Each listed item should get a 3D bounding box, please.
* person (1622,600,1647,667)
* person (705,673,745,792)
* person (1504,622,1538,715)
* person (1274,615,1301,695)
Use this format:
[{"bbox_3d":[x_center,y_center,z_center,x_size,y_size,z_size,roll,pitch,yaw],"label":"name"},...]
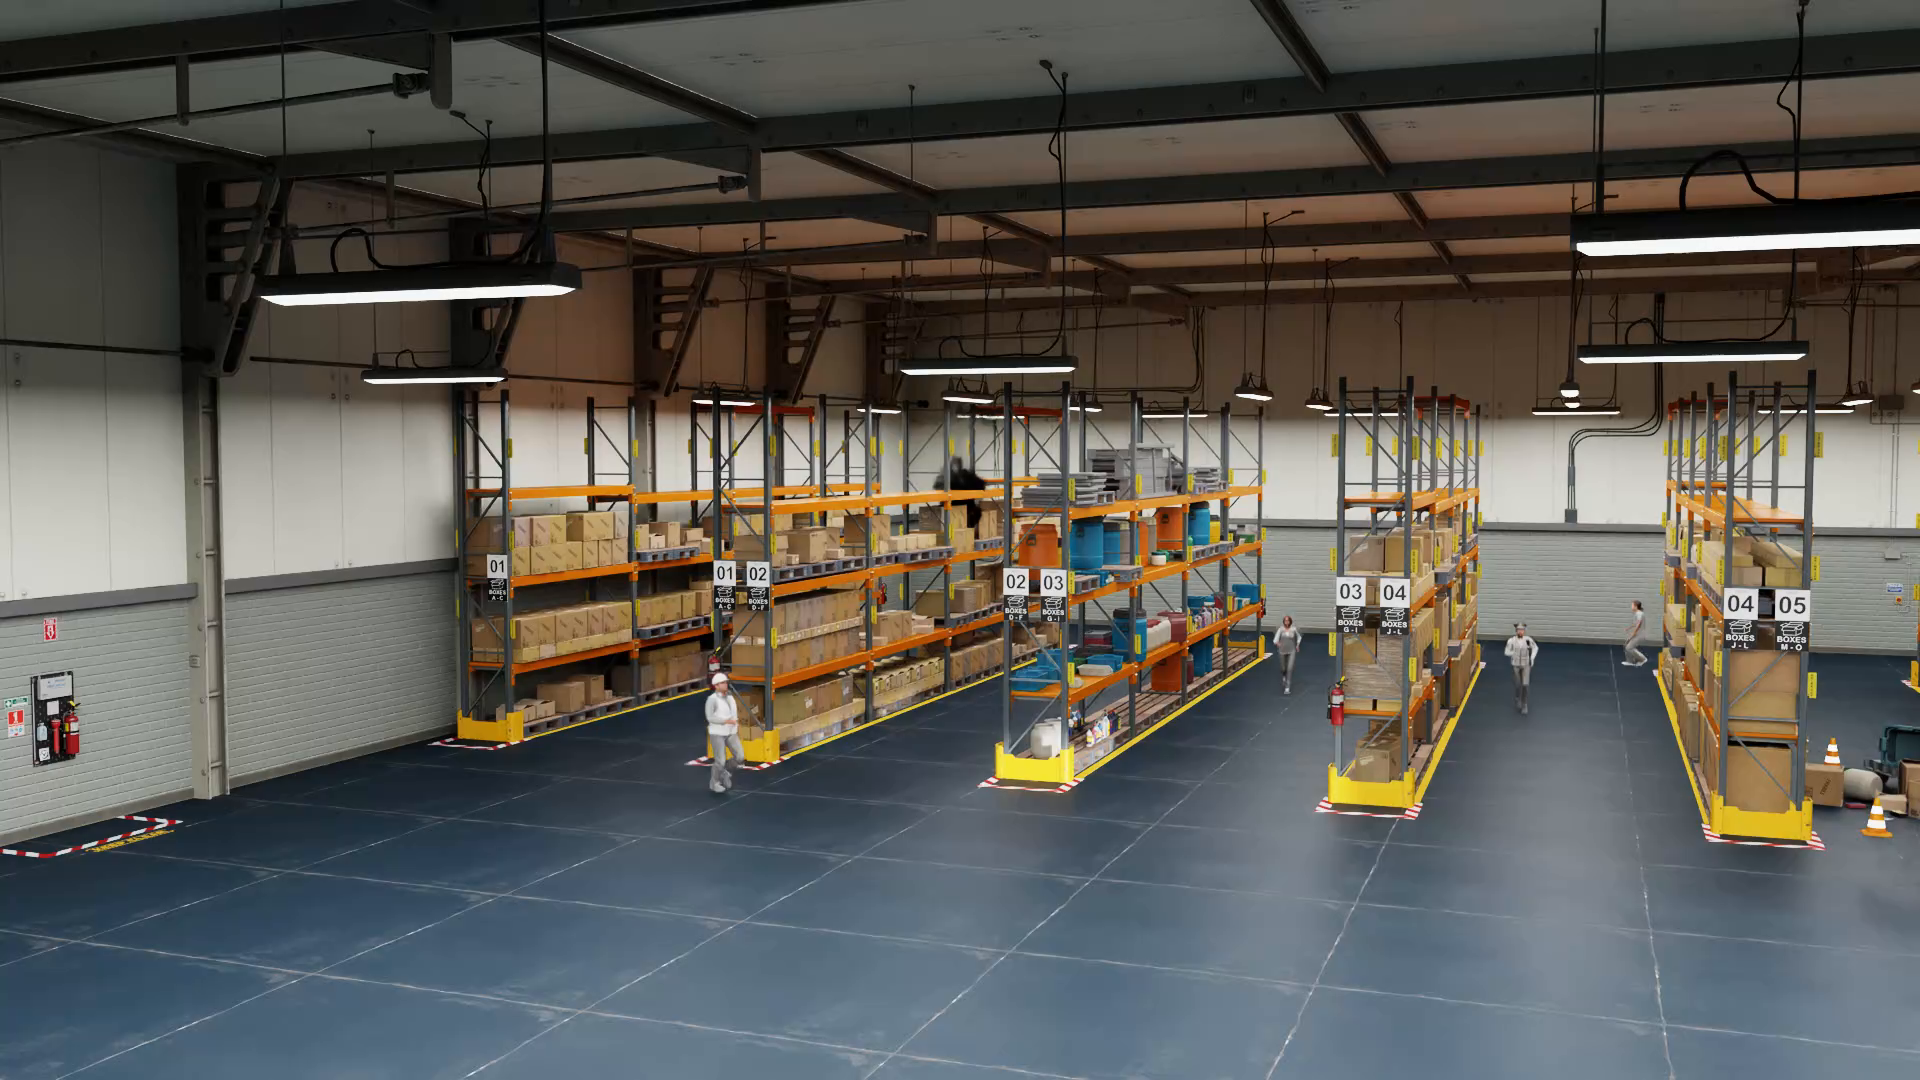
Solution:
[{"bbox_3d":[15.441,2.140,37.983,0.517,1.537,0.770,1,3,16],"label":"person"},{"bbox_3d":[-3.399,2.793,24.097,0.624,1.731,0.631,3,4,42],"label":"person"},{"bbox_3d":[10.641,2.427,31.557,0.594,1.753,0.753,1,3,22],"label":"person"},{"bbox_3d":[6.718,2.336,34.119,0.546,1.587,0.813,1,3,13],"label":"person"}]
